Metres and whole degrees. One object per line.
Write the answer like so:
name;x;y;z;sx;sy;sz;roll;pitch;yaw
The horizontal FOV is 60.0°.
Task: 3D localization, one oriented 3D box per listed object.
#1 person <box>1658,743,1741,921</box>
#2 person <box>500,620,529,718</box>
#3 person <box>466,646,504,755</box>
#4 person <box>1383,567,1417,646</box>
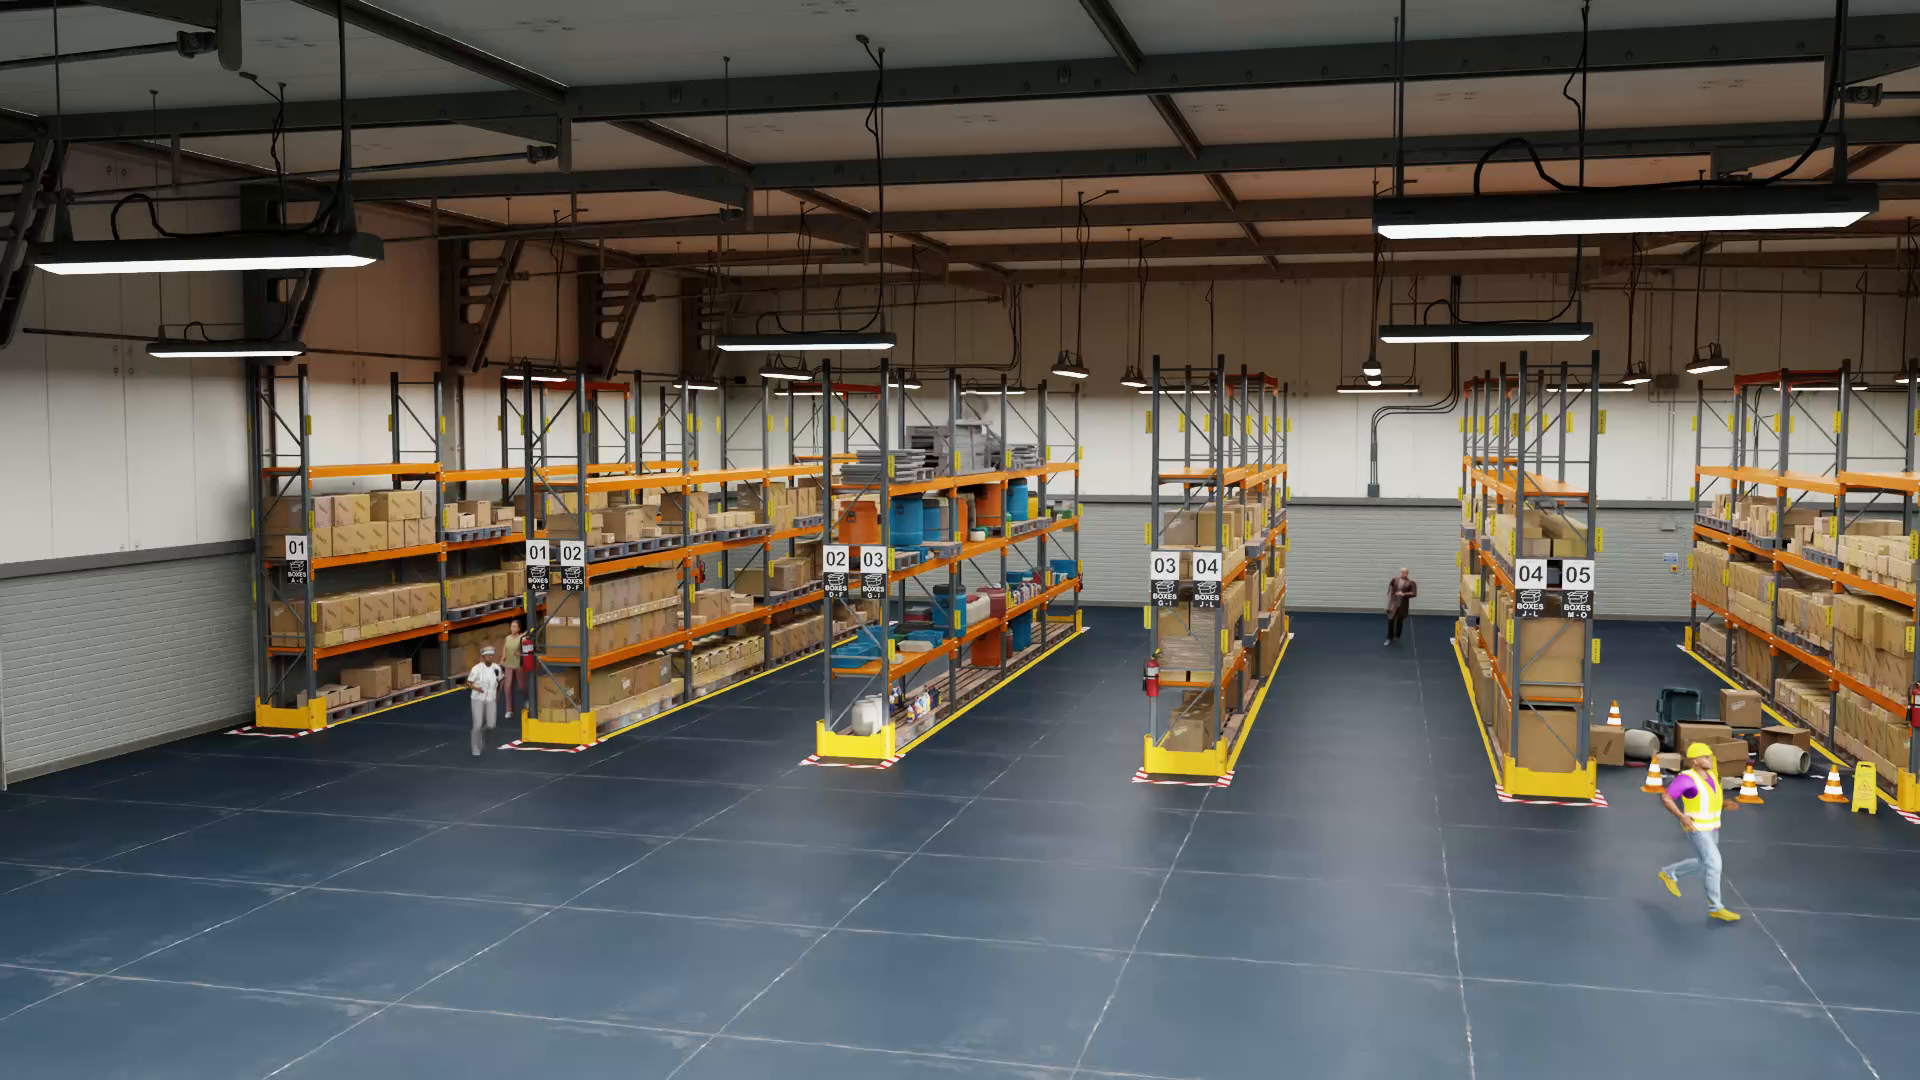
person;7.569;2.948;17.023;0.713;1.747;0.932;-3;5;-38
person;-7.638;2.194;28.609;0.586;1.645;0.914;0;4;6
person;-7.187;2.436;25.296;0.595;1.645;0.558;-2;5;-29
person;10.082;1.564;37.926;0.696;1.718;0.844;2;4;26
